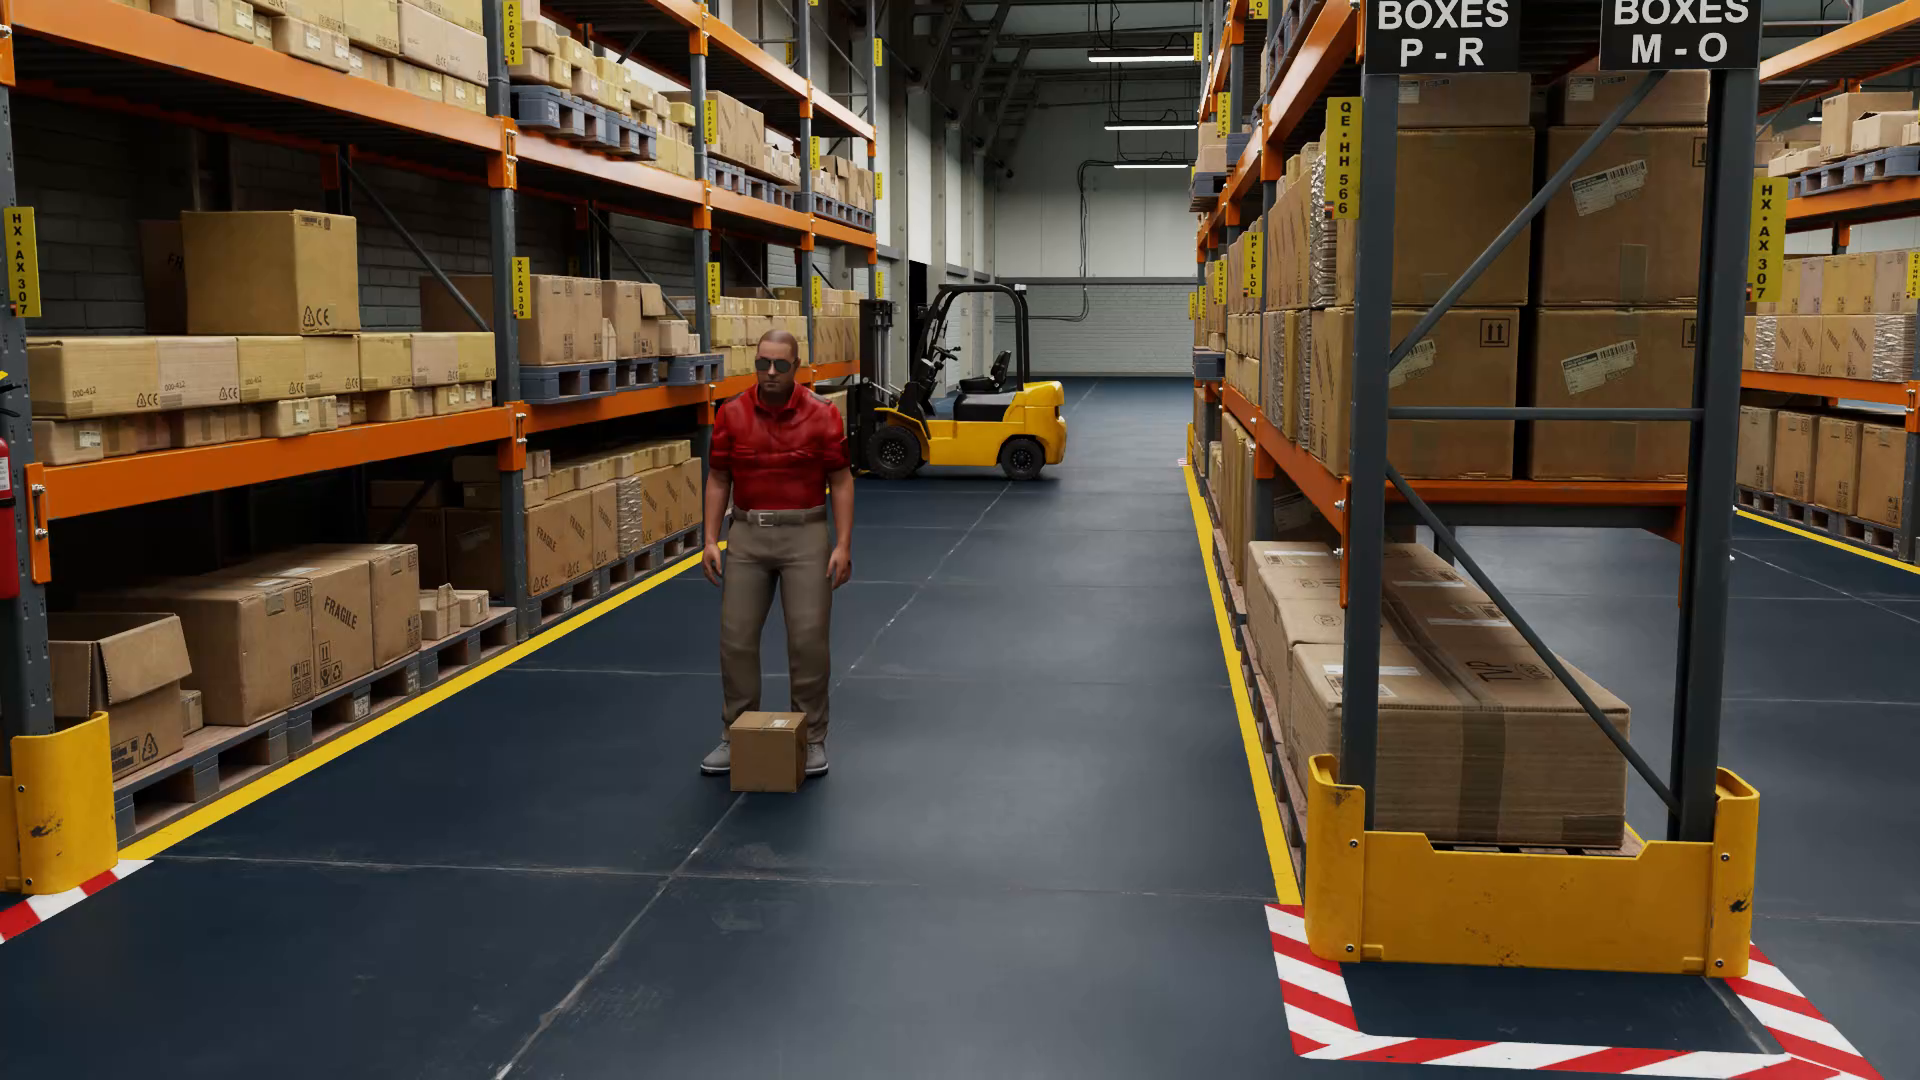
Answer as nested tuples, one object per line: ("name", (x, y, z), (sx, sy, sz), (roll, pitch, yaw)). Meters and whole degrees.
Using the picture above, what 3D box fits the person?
("person", (-0.714, 0.042, 6.523), (0.594, 1.726, 0.386), (1, 8, 5))
